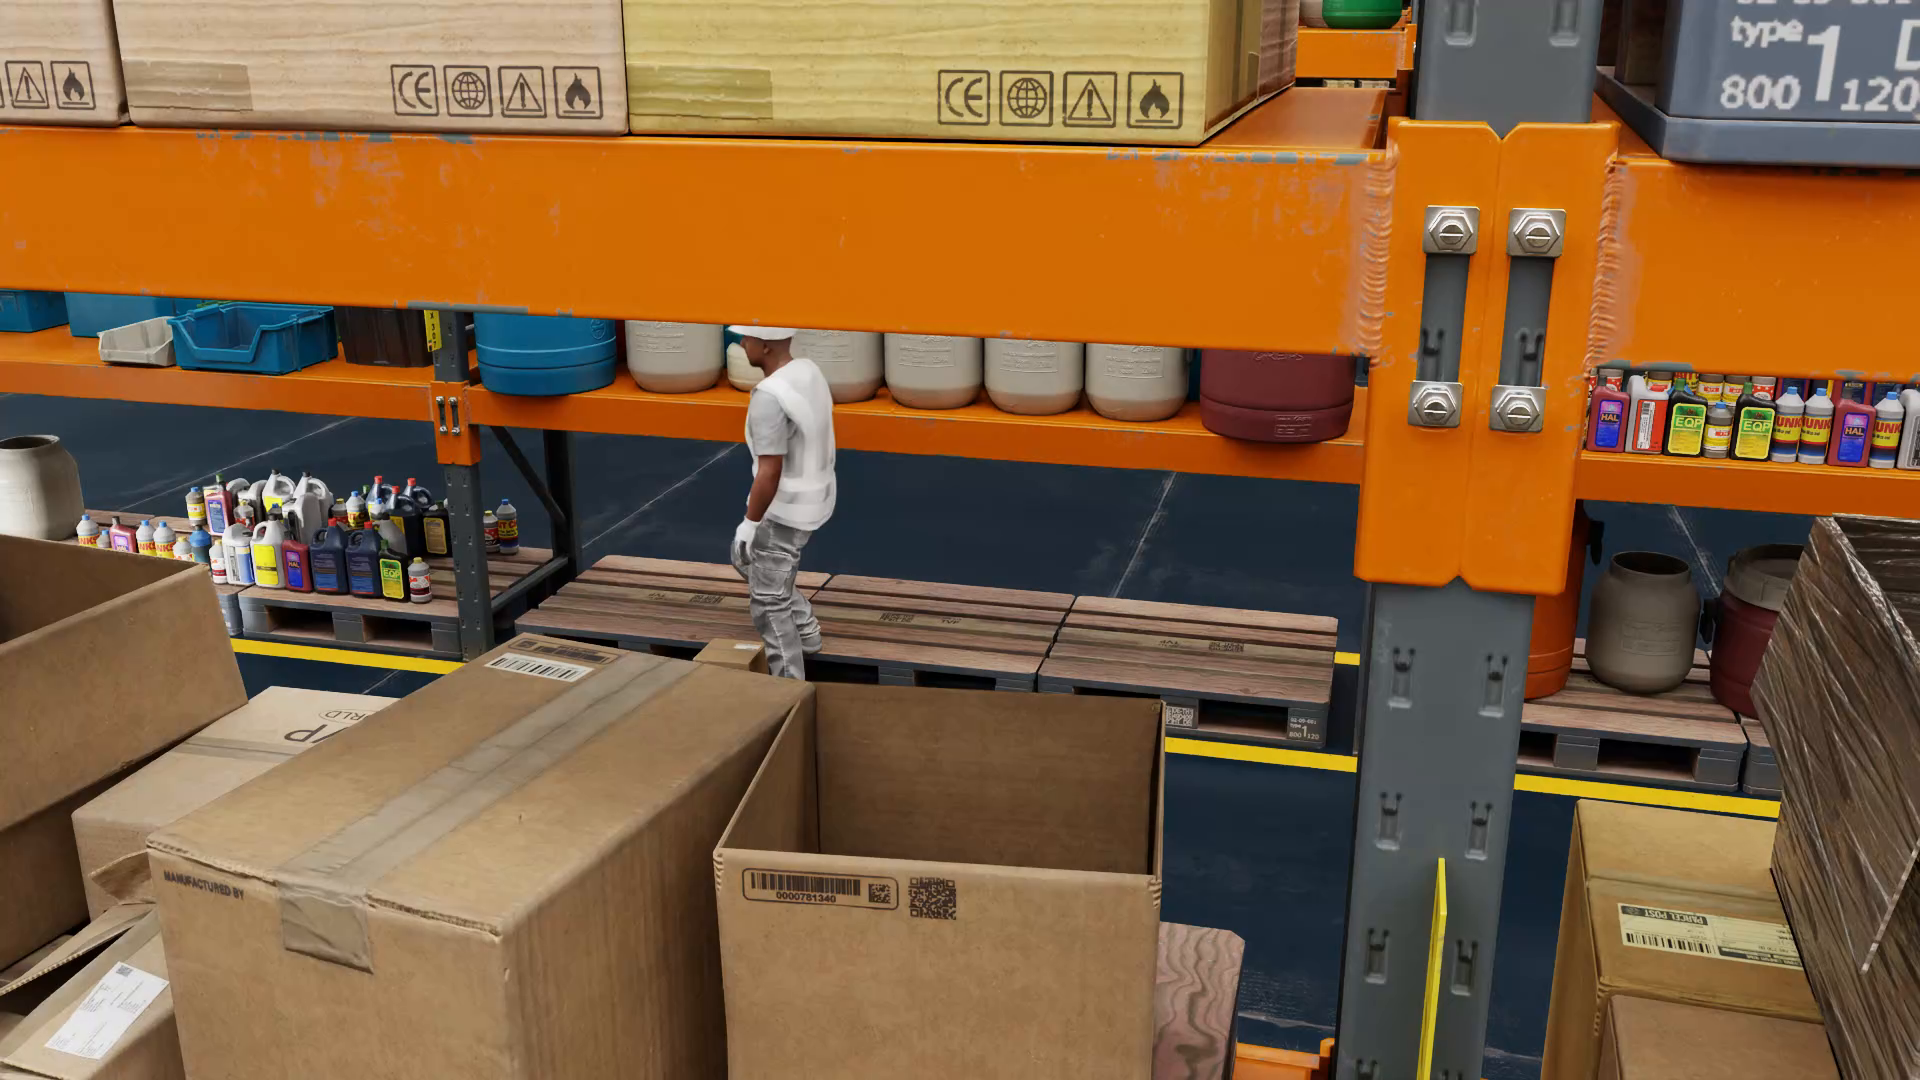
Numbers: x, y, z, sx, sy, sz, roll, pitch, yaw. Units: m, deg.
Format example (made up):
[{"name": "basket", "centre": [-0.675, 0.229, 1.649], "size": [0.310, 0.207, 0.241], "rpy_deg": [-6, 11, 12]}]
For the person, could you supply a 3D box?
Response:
[{"name": "person", "centre": [-0.782, -0.127, 6.915], "size": [0.525, 1.782, 0.615], "rpy_deg": [5, 19, 14]}]
